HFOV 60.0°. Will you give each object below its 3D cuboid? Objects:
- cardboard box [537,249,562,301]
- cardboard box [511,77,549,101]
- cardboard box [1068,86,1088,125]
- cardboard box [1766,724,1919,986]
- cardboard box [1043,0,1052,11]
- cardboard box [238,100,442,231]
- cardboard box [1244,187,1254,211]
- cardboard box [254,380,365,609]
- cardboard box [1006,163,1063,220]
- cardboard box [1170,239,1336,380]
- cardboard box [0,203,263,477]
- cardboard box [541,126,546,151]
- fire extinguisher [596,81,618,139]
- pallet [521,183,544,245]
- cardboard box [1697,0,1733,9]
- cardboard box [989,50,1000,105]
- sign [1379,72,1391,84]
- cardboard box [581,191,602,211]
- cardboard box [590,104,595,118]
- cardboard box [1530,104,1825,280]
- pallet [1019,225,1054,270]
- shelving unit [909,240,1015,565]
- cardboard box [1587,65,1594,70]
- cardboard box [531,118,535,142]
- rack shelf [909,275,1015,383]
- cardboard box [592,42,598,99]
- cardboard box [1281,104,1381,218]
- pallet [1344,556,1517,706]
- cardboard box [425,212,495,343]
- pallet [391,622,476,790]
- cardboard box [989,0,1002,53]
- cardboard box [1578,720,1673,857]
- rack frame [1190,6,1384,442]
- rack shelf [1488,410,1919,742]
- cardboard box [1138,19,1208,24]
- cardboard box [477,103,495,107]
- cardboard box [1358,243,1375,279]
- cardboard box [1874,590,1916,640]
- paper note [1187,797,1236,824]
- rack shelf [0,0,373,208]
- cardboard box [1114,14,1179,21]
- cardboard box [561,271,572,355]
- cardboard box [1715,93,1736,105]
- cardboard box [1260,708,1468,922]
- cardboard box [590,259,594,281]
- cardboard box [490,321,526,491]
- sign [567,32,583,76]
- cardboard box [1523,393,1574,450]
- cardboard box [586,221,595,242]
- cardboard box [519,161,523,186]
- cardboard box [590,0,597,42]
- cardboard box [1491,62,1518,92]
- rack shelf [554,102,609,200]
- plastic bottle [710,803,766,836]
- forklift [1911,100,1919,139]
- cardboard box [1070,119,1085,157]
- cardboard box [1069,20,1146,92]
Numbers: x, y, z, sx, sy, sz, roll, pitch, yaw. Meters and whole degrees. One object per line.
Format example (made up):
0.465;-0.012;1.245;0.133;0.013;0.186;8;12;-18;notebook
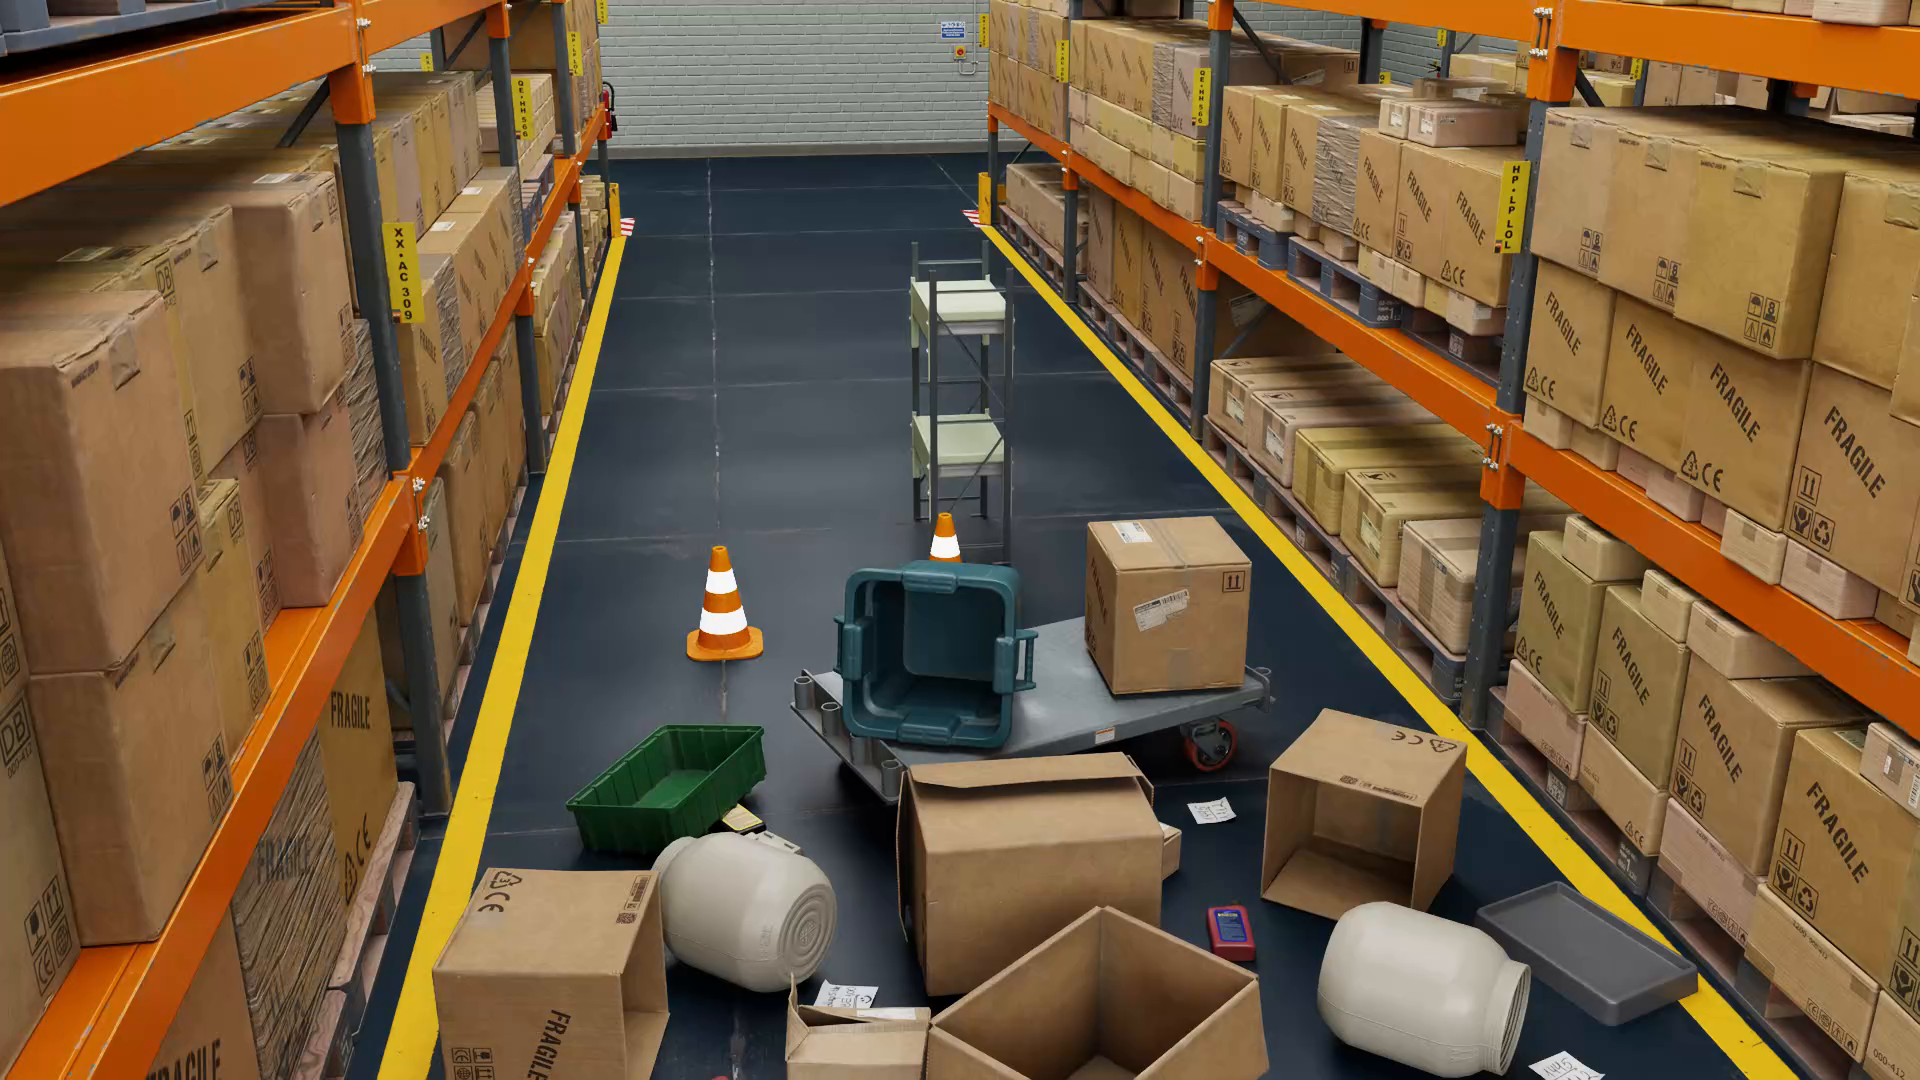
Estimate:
-2.923;-1.755;11.028;0.500;0.250;0.500;-3;21;-7;cardboard box
-3.217;-3.300;12.172;0.380;0.149;0.250;-4;21;-9;cardboard box
1.161;-3.446;13.156;0.500;0.250;0.500;-4;21;-9;cardboard box
2.588;0.826;4.475;0.500;0.500;0.500;-3;21;-9;cardboard box
0.934;-4.714;14.550;0.380;0.149;0.250;-3;21;-8;cardboard box
-2.652;-1.609;7.165;0.700;0.500;0.500;-3;21;-8;cardboard box
1.823;-1.921;9.332;0.380;0.149;0.250;-4;21;-11;cardboard box
-2.188;-0.148;4.611;0.875;0.550;0.550;-3;21;-8;cardboard box
0.994;-3.607;17.147;0.875;0.438;0.875;-4;21;-10;cardboard box
1.935;-1.509;10.905;0.875;0.875;0.875;-3;21;-8;cardboard box
-2.199;-0.462;3.910;0.875;0.550;0.550;-3;21;-8;cardboard box
-3.147;-2.853;11.825;0.380;0.149;0.250;-4;21;-11;cardboard box
-3.664;-4.449;16.983;0.296;0.674;0.183;-3;21;-8;fire extinguisher
-3.139;-1.931;9.873;1.213;0.211;1.003;-3;21;-8;pallet
2.459;-1.672;4.979;0.380;0.149;0.250;-3;21;-8;cardboard box
0.585;-4.700;16.870;0.500;0.500;0.500;-3;21;-8;cardboard box
2.488;-2.600;9.848;0.100;0.325;0.005;-3;21;-8;sign
-3.546;-3.162;15.520;0.380;0.149;0.250;-2;21;-6;cardboard box
-3.648;-4.072;15.689;0.380;0.149;0.250;-2;21;-6;cardboard box
2.378;-1.170;5.565;0.700;0.500;0.500;-3;21;-8;cardboard box
1.165;-2.833;16.000;1.003;0.211;1.213;-3;21;-8;pallet
0.001;-0.700;8.448;0.431;1.500;0.755;-3;21;-8;shelving unit
6.255;-4.477;16.206;0.500;0.250;0.500;-3;21;-8;cardboard box
-3.032;-2.714;11.030;0.380;0.149;0.250;-2;21;-6;cardboard box
0.001;-1.066;8.311;0.431;0.370;0.720;-3;21;-8;rack shelf
-3.696;-4.414;15.679;0.500;0.500;0.500;-3;21;-9;cardboard box
1.954;-1.916;8.390;0.500;0.500;0.500;-3;21;-7;cardboard box
2.416;0.358;7.456;1.003;0.211;1.213;-3;21;-8;pallet
-2.380;-1.161;7.393;0.500;0.500;0.500;-3;21;-7;cardboard box
-2.540;0.649;6.678;1.003;0.211;1.213;-3;21;-8;pallet
0.587;-5.168;16.695;0.500;0.500;0.500;-3;21;-9;cardboard box
2.435;0.815;5.578;0.500;0.250;0.500;-2;21;-5;cardboard box
1.953;-2.064;9.955;1.000;3.000;0.127;-3;21;-8;rack frame
2.818;0.351;4.519;1.077;0.370;4.000;-3;21;-8;rack shelf
1.689;-3.822;13.090;0.500;0.500;0.500;-2;21;-6;cardboard box
-2.957;-2.670;10.487;0.380;0.149;0.250;-2;21;-5;cardboard box
2.049;-1.276;7.605;0.380;0.149;0.250;-3;21;-8;cardboard box
2.639;0.175;4.320;0.380;0.149;0.250;-3;21;-8;cardboard box
0.918;0.981;6.045;0.148;0.019;0.142;-3;21;-8;paper note
-2.066;-0.770;3.232;1.077;0.370;4.000;-3;21;-8;rack shelf
1.547;-4.141;13.945;0.500;0.500;0.500;-3;21;-7;cardboard box
-3.008;-1.591;11.661;0.500;0.500;0.500;-3;21;-9;cardboard box
6.108;-3.334;12.947;0.396;0.266;0.258;-2;21;-5;cardboard box
1.337;0.930;5.507;0.500;0.500;0.500;12;24;29;cardboard box
-3.280;-2.260;13.954;0.380;0.149;0.250;-2;21;-6;cardboard box
-2.932;-0.707;8.936;1.050;0.750;0.750;-3;21;-8;cardboard box
-2.959;-3.736;12.776;0.100;0.325;0.005;-3;21;-8;sign
2.257;-0.436;5.955;0.380;0.149;0.250;-3;21;-8;cardboard box
-3.465;-2.753;14.848;0.380;0.149;0.250;-3;21;-8;cardboard box
-2.874;-2.210;10.104;0.380;0.149;0.250;-2;21;-5;cardboard box
-3.772;-5.058;15.974;0.500;0.500;0.500;-3;21;-9;cardboard box
5.659;-4.634;16.625;0.500;0.250;0.500;-3;21;-9;cardboard box
-3.796;-3.520;14.881;1.077;0.370;4.000;-3;21;-8;rack shelf
-0.821;1.002;5.947;0.133;0.061;0.283;-15;25;-35;plastic bottle
4.798;-0.975;7.137;1.130;2.935;3.031;-3;21;-8;forklift
1.178;-3.213;13.246;0.500;0.250;0.500;-3;21;-9;cardboard box
1.155;-3.797;13.024;0.500;0.500;0.500;-3;21;-7;cardboard box
